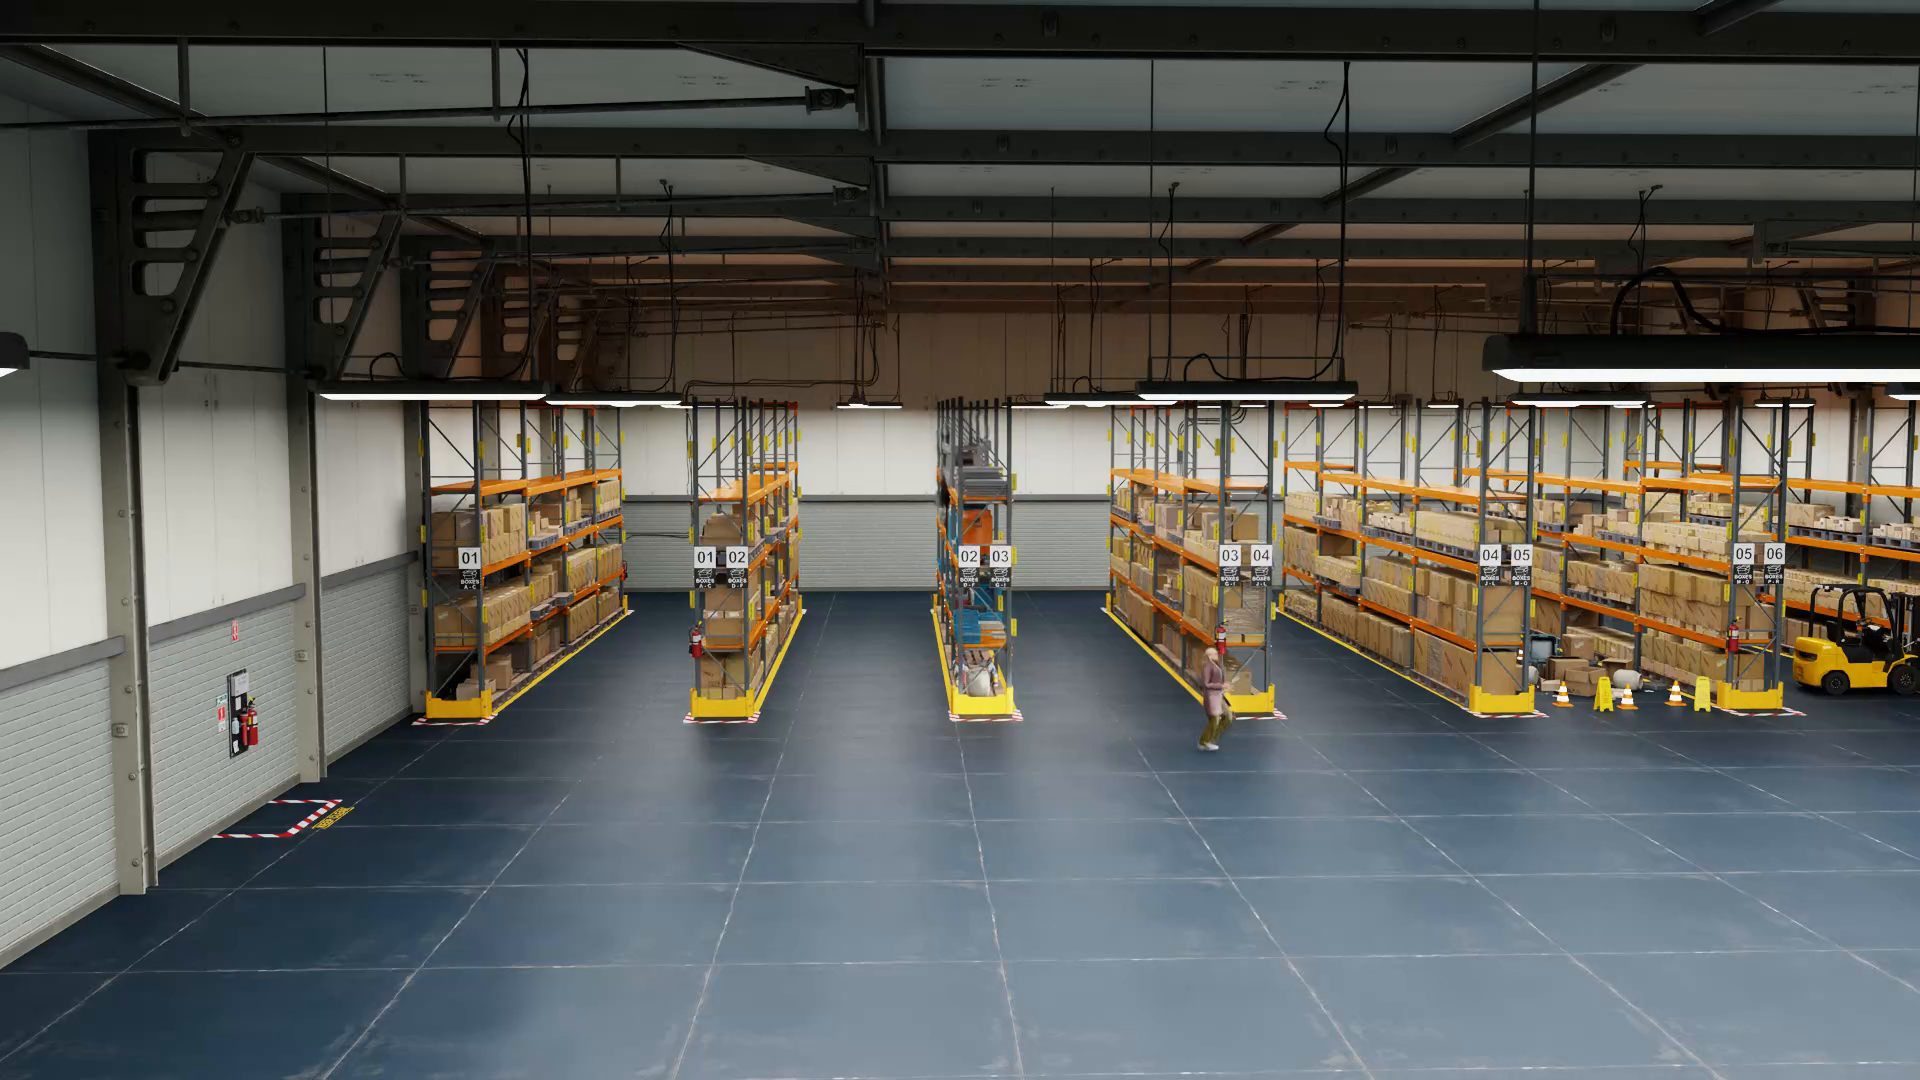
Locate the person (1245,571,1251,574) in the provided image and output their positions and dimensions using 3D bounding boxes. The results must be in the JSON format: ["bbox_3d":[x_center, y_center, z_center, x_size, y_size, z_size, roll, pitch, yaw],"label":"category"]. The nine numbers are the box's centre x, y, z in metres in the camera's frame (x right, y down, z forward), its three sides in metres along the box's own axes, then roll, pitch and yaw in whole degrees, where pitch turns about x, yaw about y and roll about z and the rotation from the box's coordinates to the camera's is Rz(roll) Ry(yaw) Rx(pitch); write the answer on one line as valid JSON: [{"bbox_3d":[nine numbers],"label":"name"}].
[{"bbox_3d":[7.969,1.189,47.465,0.712,1.720,0.655,1,5,19],"label":"person"}]

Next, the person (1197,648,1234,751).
[{"bbox_3d":[4.326,2.688,27.947,0.671,1.762,0.694,3,5,30],"label":"person"}]

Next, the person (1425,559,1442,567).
[{"bbox_3d":[13.941,1.059,49.268,0.644,1.775,0.779,0,4,6],"label":"person"}]
